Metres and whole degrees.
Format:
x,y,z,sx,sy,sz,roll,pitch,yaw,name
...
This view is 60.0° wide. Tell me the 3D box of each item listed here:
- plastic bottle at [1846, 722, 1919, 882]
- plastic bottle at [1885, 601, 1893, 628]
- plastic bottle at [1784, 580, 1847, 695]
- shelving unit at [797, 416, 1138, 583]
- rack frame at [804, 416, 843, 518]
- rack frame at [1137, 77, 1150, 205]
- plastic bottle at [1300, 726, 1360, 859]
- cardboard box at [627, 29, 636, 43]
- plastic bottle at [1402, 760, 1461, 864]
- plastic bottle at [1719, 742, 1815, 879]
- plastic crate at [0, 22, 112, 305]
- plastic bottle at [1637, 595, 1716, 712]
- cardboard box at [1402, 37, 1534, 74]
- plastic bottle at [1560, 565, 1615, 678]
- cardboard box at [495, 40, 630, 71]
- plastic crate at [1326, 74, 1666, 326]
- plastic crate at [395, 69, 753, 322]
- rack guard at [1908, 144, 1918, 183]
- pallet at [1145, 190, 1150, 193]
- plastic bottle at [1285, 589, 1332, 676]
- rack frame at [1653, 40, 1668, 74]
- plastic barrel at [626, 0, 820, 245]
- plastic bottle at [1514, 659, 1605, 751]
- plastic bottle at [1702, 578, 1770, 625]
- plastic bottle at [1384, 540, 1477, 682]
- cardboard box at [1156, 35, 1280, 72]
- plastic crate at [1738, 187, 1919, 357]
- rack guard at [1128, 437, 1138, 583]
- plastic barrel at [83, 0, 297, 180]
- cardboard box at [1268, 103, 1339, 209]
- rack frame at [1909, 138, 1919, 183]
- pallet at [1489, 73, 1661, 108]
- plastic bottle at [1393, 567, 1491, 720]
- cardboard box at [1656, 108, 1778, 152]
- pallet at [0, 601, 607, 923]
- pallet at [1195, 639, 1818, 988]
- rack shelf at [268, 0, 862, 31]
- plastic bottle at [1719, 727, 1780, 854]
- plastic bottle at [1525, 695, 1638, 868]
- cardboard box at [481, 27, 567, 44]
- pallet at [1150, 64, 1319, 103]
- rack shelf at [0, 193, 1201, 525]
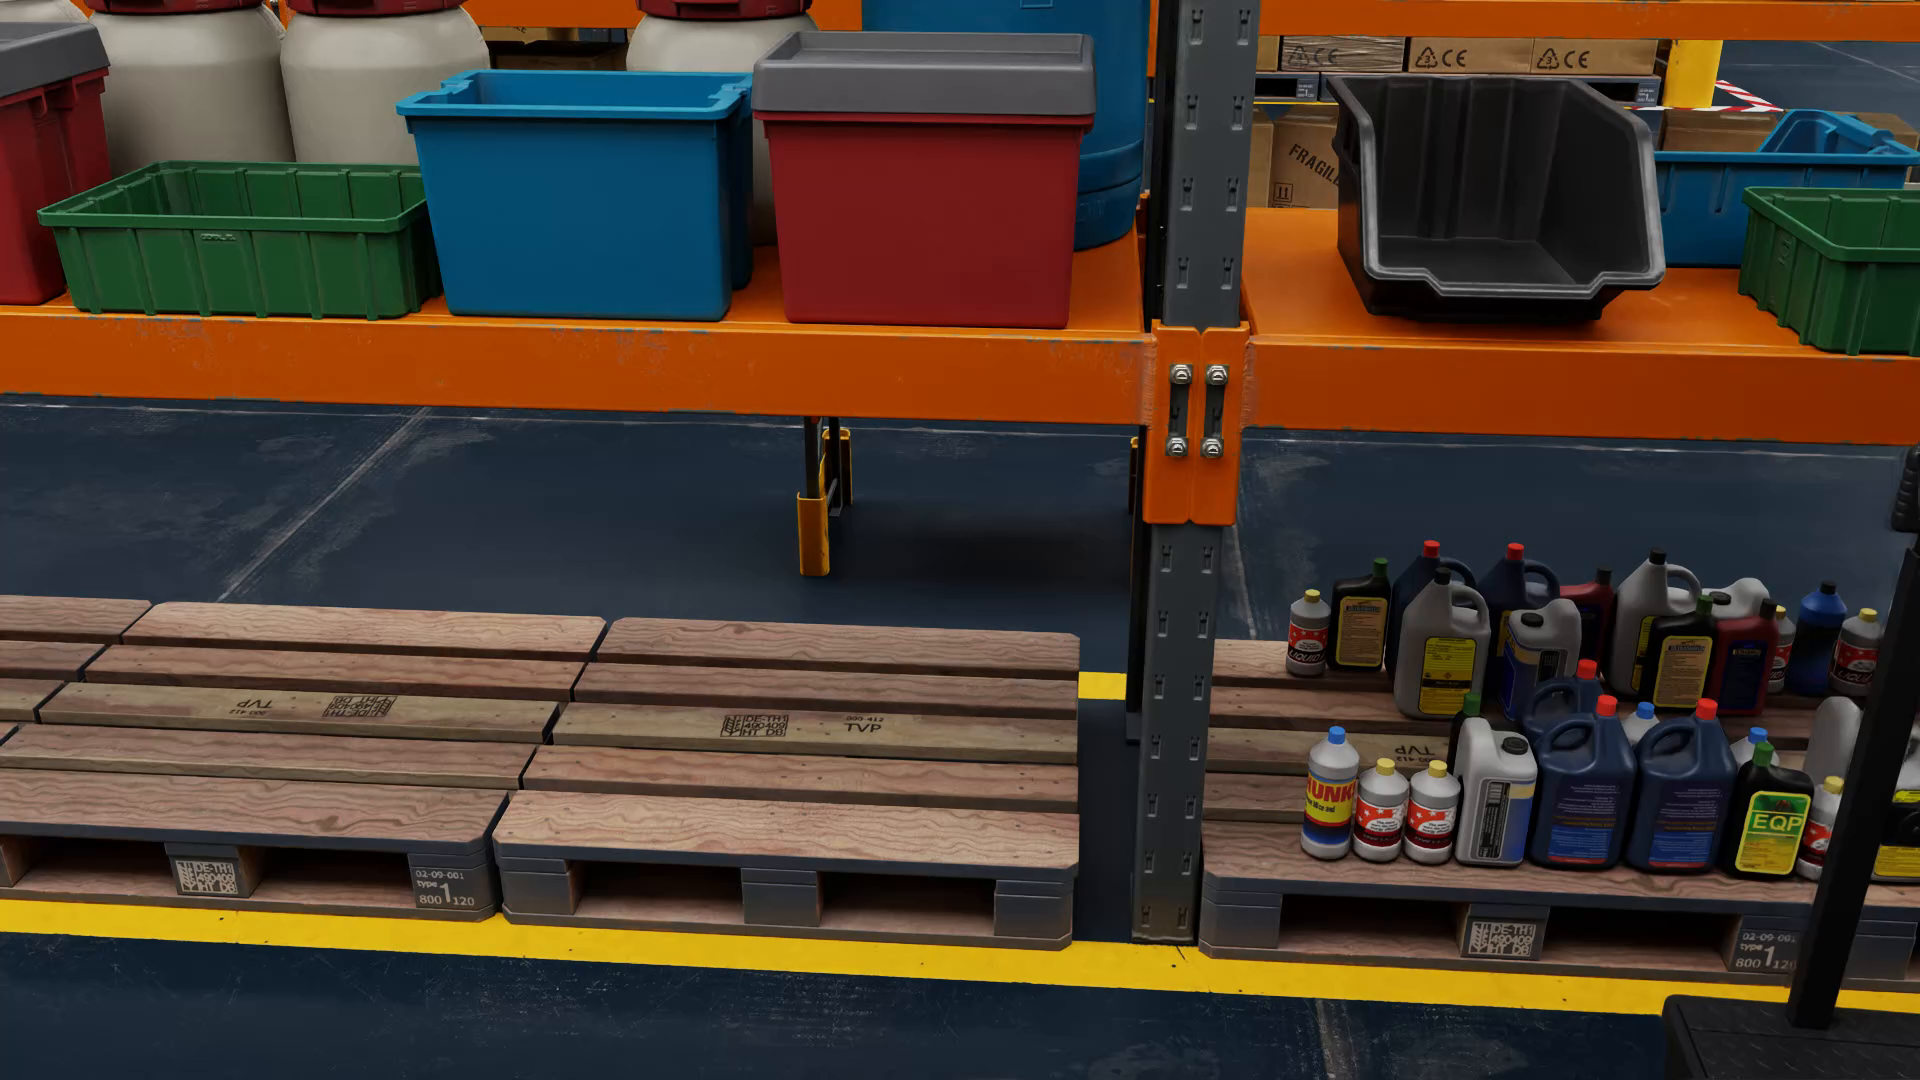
x,y,z,sx,sy,sz,roll,pitch,yaw,name
1.841,0.486,3.248,0.185,0.351,0.144,2,25,4,plastic bottle
2.219,0.229,3.900,0.097,0.271,0.097,0,25,0,plastic bottle
2.017,0.223,3.915,0.097,0.271,0.097,0,25,0,plastic bottle
0.076,-0.679,4.931,1.083,1.500,0.587,2,25,4,shelving unit
-0.422,-0.695,4.966,0.032,1.500,0.500,2,25,4,rack frame
0.836,-2.800,7.747,0.127,3.000,1.000,2,25,4,rack frame
0.741,0.496,3.320,0.097,0.271,0.097,0,25,0,plastic bottle
-2.072,-4.104,12.770,0.750,0.750,1.050,2,25,3,cardboard box
0.943,0.535,3.321,0.097,0.201,0.097,0,25,0,plastic bottle
1.579,0.526,3.243,0.133,0.283,0.061,3,25,6,plastic bottle
-1.944,-0.714,3.136,0.583,0.464,0.402,2,25,4,plastic crate
1.652,0.259,3.823,0.133,0.283,0.061,2,25,4,plastic bottle
3.746,-3.983,12.358,0.875,0.875,0.875,1,25,3,cardboard box
1.478,0.193,3.966,0.133,0.283,0.061,3,25,8,plastic bottle
-1.953,-2.312,8.252,0.500,0.250,0.500,5,25,10,cardboard box
0.969,-0.638,3.123,0.504,0.338,0.767,2,25,4,plastic crate
-0.667,-0.634,3.059,0.575,0.384,0.392,2,25,4,plastic crate
4.748,-1.539,7.997,0.348,0.500,1.175,2,25,4,rack guard
1.508,-1.527,8.316,1.213,0.211,1.003,2,25,4,pallet
0.842,0.217,4.011,0.097,0.201,0.097,0,25,0,plastic bottle
5.304,-4.736,11.955,0.127,3.000,1.000,2,25,4,rack frame
-0.481,-0.920,3.498,0.433,0.535,0.433,0,25,0,plastic barrel
1.240,0.406,3.421,0.185,0.351,0.144,2,25,4,plastic bottle
1.796,0.225,3.904,0.135,0.276,0.152,2,25,5,plastic bottle
1.121,0.168,3.939,0.185,0.351,0.144,1,25,3,plastic bottle
1.938,-4.041,12.482,0.875,0.875,0.875,2,25,5,cardboard box
1.788,-0.479,2.955,0.662,0.188,0.450,2,25,4,plastic crate
0.573,-0.095,5.158,0.087,0.250,0.587,2,25,4,rack guard
-1.644,-0.957,3.579,0.433,0.535,0.433,0,25,0,plastic barrel
1.803,-1.811,8.085,0.500,0.500,0.500,10,27,21,cardboard box
4.824,-2.672,7.469,0.127,3.000,1.000,2,25,4,rack frame
4.501,-3.463,12.523,1.213,0.211,1.003,2,25,4,pallet
1.109,0.228,3.809,0.185,0.351,0.144,2,25,4,plastic bottle
3.604,-1.759,7.973,0.500,0.500,0.500,8,26,18,cardboard box
-1.549,0.484,3.946,1.213,0.211,1.003,2,25,4,pallet
1.123,0.570,3.760,1.213,0.211,1.003,2,25,4,pallet
-1.159,-2.538,8.037,4.000,0.370,1.077,2,25,4,rack shelf
1.567,0.497,3.318,0.097,0.271,0.097,0,25,0,plastic bottle
1.229,0.466,3.291,0.185,0.351,0.144,3,25,5,plastic bottle
-3.348,-3.960,12.755,0.500,0.500,0.500,2,25,4,cardboard box
2.068,-3.541,12.692,1.213,0.211,1.003,2,25,4,pallet
-1.538,-0.473,3.551,4.000,0.370,1.077,2,25,4,rack shelf
